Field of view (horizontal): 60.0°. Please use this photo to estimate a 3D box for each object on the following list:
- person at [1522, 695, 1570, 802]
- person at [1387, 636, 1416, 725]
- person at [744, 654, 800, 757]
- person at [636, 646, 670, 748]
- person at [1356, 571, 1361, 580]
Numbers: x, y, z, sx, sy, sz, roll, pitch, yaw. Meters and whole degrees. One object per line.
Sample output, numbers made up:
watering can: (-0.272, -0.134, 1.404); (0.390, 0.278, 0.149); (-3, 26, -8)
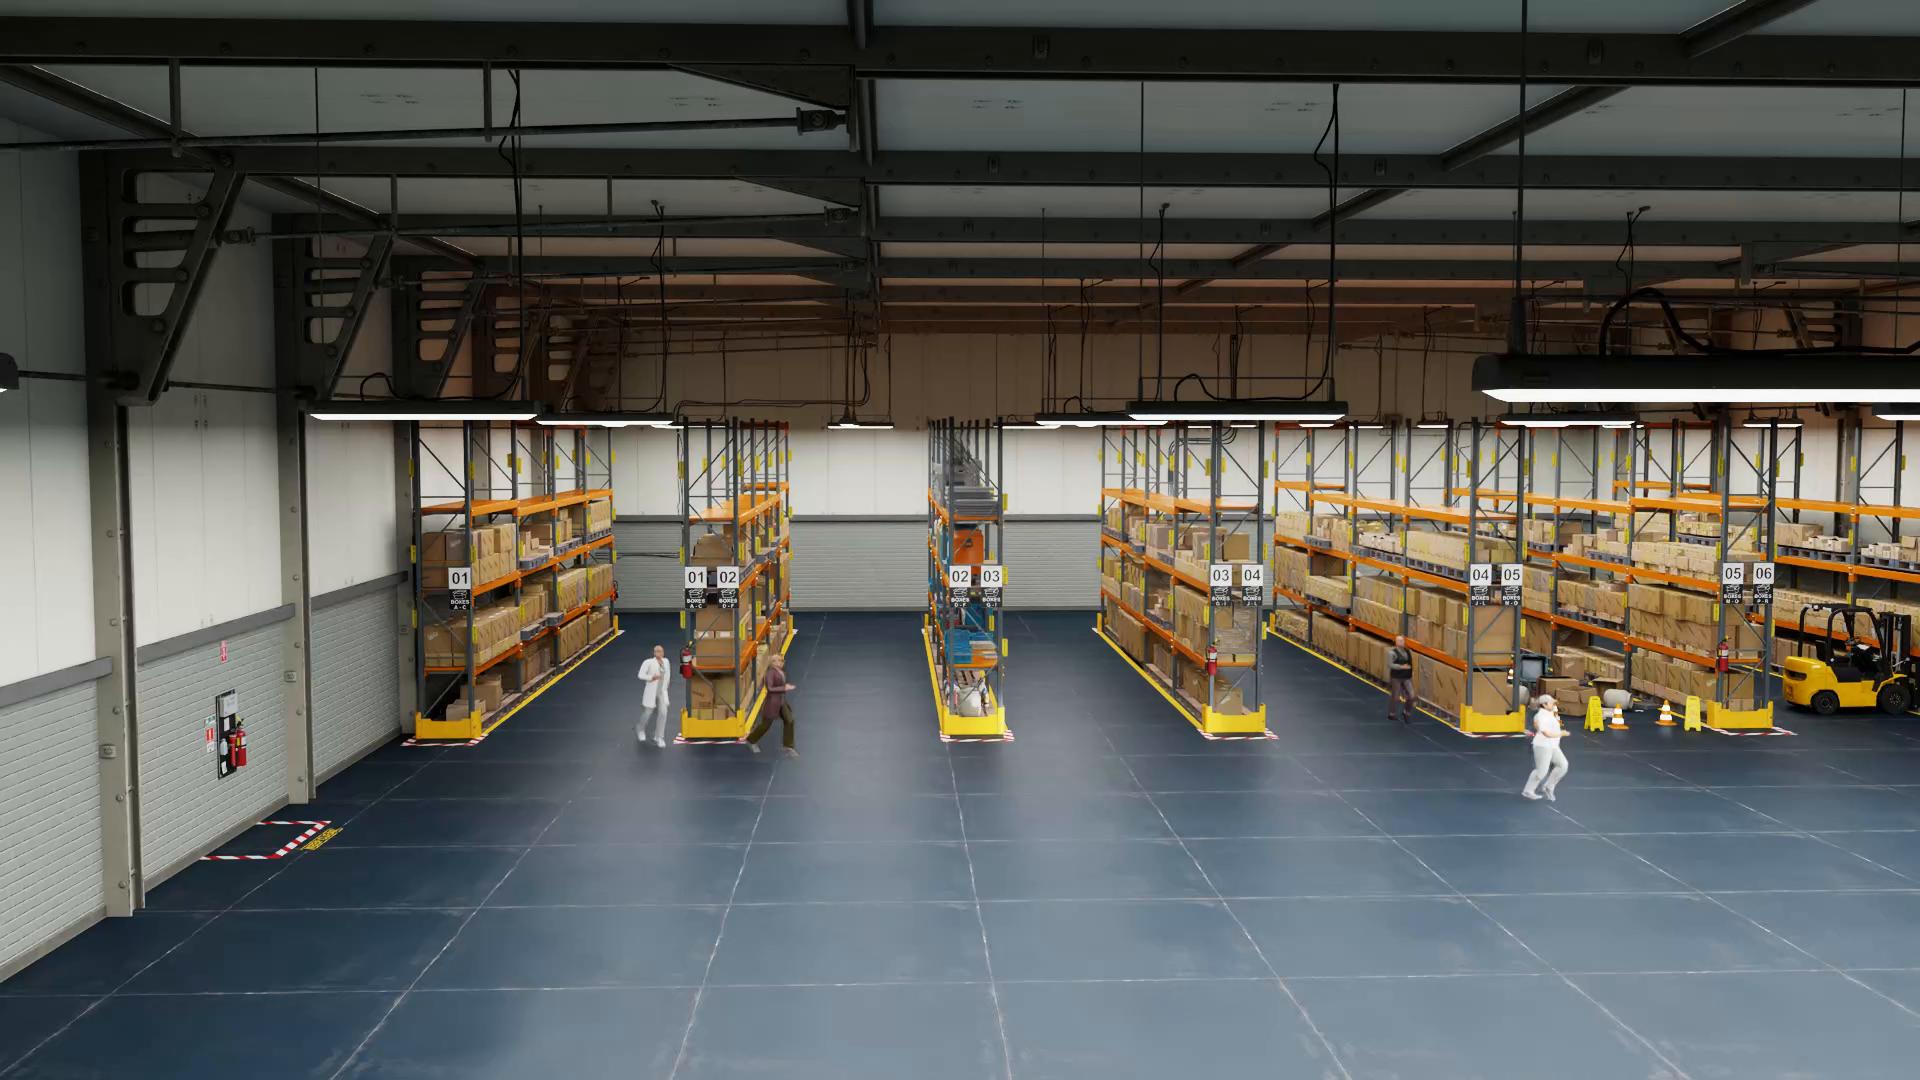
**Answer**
person: (9.069, 3.223, 25.685); (0.688, 1.685, 0.578); (2, 4, 33)
person: (8.637, 2.749, 32.509); (0.626, 1.744, 0.714); (-1, 4, -15)
person: (-3.307, 2.919, 29.359); (0.996, 1.831, 0.729); (2, 4, 25)
person: (-5.582, 2.872, 30.519); (0.713, 1.758, 0.942); (-3, 5, -34)
person: (11.248, 1.784, 47.120); (0.683, 1.785, 0.859); (0, 4, 4)
